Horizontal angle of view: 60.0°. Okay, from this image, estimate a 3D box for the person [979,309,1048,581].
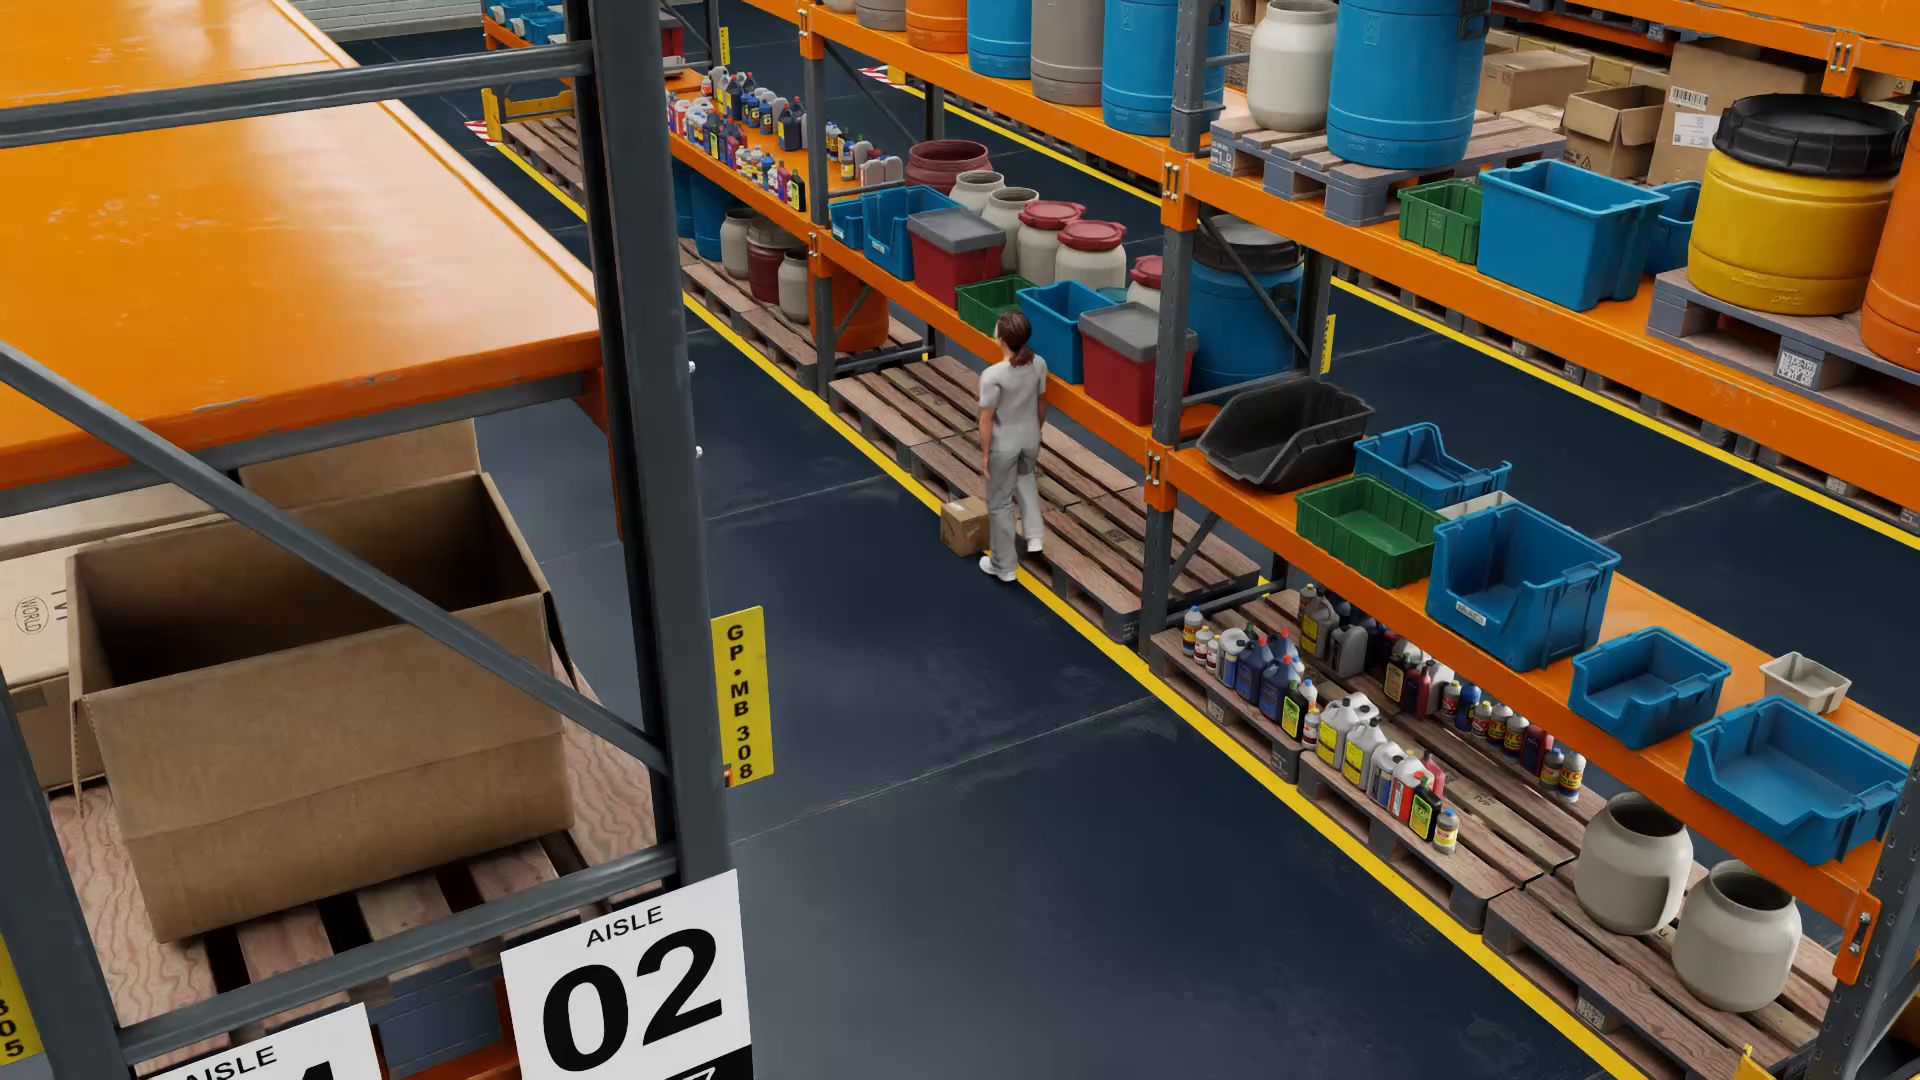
[{"bbox_3d":[0.287,-0.543,9.494,0.512,1.685,0.460,-16,33,-26],"label":"person"}]
